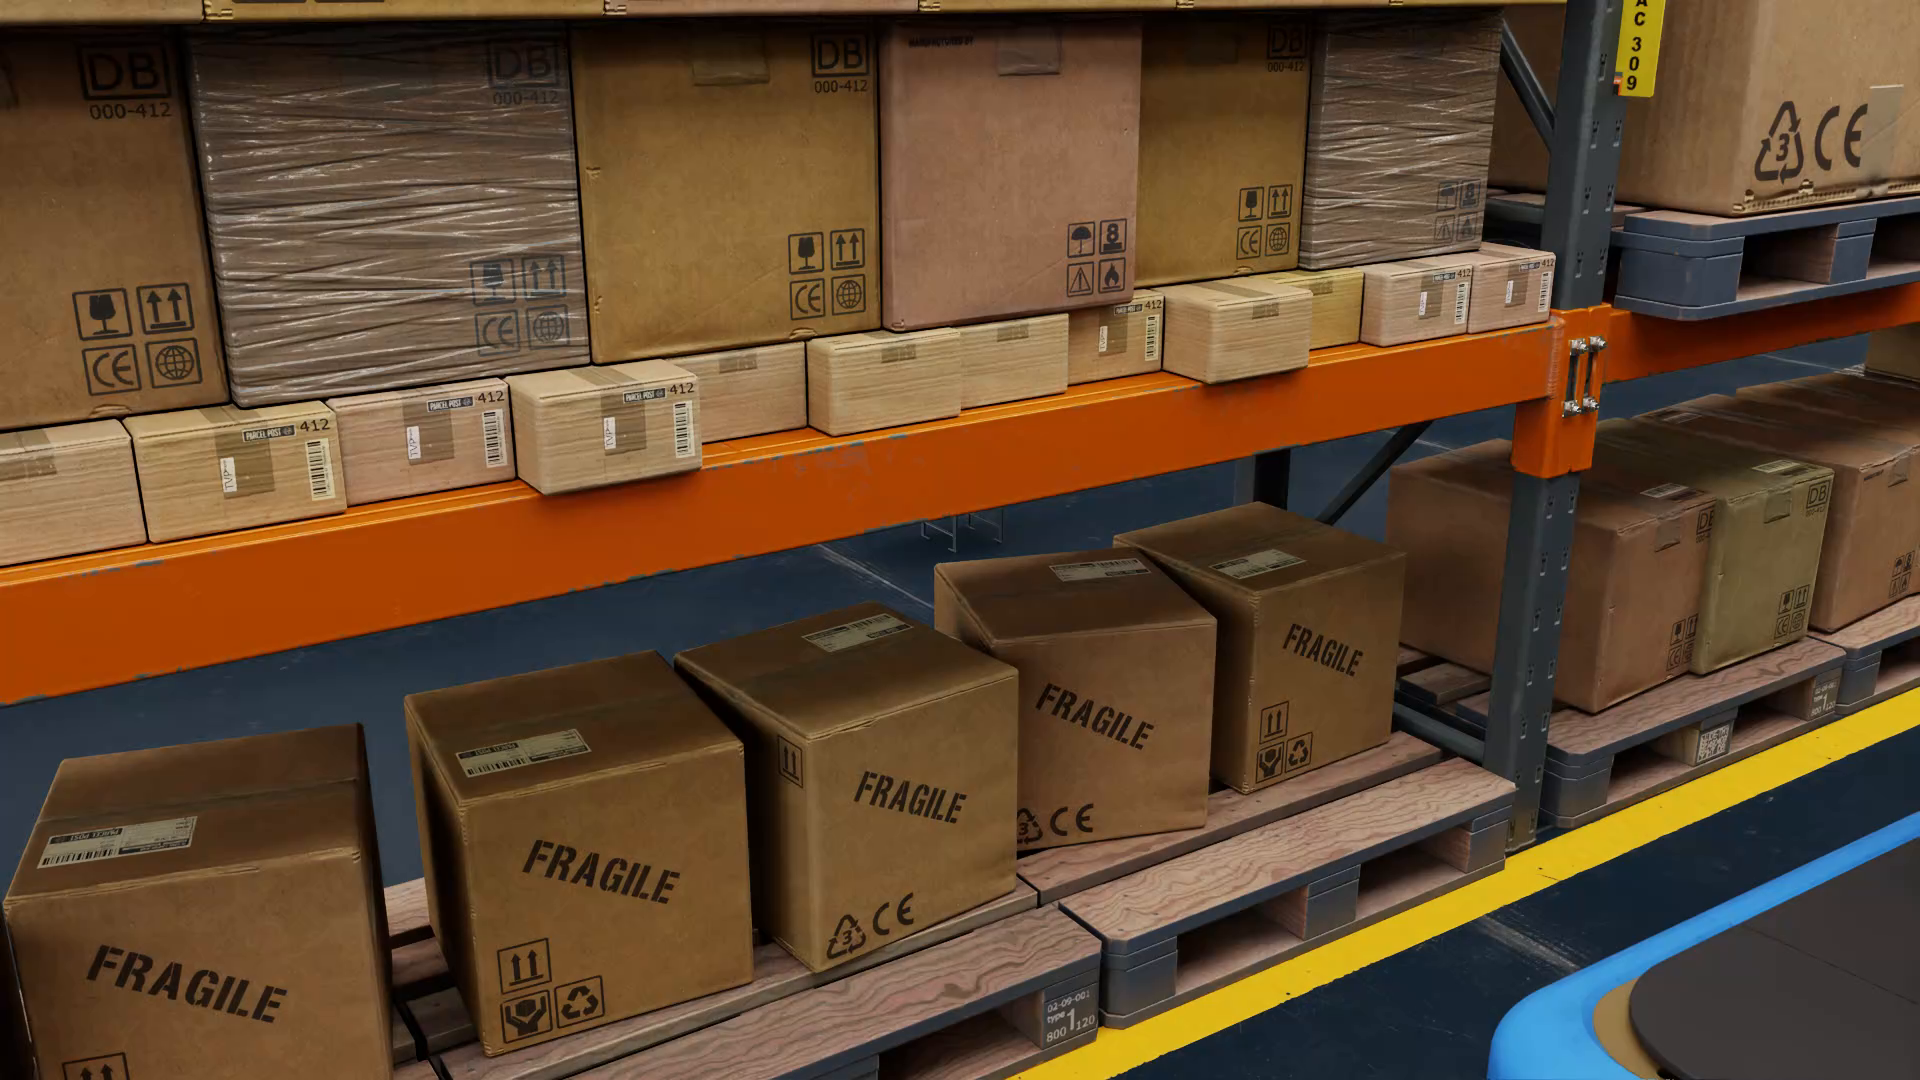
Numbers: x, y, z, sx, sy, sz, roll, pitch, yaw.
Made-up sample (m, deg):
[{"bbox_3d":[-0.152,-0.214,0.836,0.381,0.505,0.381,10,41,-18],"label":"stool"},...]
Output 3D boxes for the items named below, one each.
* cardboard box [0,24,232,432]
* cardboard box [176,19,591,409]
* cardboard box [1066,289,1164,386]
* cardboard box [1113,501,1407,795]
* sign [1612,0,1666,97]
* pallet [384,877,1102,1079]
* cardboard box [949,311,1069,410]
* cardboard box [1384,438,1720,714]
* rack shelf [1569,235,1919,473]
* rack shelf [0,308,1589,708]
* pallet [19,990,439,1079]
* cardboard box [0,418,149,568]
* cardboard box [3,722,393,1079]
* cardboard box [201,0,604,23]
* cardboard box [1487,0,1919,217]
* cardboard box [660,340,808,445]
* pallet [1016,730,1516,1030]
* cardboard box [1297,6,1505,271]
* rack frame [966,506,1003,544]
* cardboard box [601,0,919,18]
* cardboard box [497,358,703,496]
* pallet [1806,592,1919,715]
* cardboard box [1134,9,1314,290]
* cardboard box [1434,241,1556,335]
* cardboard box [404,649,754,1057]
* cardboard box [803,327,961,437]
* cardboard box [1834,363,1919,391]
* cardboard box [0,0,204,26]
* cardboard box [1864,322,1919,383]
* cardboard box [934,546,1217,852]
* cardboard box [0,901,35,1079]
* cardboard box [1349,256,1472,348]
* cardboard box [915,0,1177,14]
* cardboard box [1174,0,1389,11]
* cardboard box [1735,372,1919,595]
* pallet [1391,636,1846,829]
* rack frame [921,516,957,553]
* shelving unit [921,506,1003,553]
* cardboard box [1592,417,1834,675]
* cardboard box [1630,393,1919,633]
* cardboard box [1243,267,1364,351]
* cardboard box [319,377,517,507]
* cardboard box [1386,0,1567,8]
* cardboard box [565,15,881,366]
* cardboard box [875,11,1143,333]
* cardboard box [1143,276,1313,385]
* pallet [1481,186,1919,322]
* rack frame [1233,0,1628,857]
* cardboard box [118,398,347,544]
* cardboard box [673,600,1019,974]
[{"bbox_3d":[-1.440,-0.495,2.404,0.500,0.500,0.875,-12,22,-31],"label":"cardboard box"},{"bbox_3d":[-0.999,-0.571,2.630,0.500,0.500,0.875,-12,22,-31],"label":"cardboard box"},{"bbox_3d":[0.172,-0.414,3.177,0.250,0.149,0.380,-12,22,-31],"label":"cardboard box"},{"bbox_3d":[0.719,0.244,4.087,0.500,0.500,0.500,-13,22,-33],"label":"cardboard box"},{"bbox_3d":[1.380,-1.067,3.367,0.005,0.325,0.100,-12,22,-31],"label":"sign"},{"bbox_3d":[-0.487,0.864,3.360,1.213,0.211,1.003,-12,22,-31],"label":"pallet"},{"bbox_3d":[-0.014,-0.359,3.015,0.250,0.149,0.380,-12,22,-31],"label":"cardboard box"},{"bbox_3d":[1.599,0.072,4.564,0.500,0.500,0.700,-14,23,-36],"label":"cardboard box"},{"bbox_3d":[2.745,-0.813,5.088,4.000,0.370,1.077,-12,22,-31],"label":"rack shelf"},{"bbox_3d":[-0.596,-0.108,3.004,4.000,0.370,1.077,-12,22,-31],"label":"rack shelf"},{"bbox_3d":[-1.505,1.077,2.728,1.213,0.211,1.003,-12,22,-31],"label":"pallet"},{"bbox_3d":[-1.263,-0.093,2.227,0.250,0.149,0.380,-12,22,-31],"label":"cardboard box"},{"bbox_3d":[-1.255,0.669,2.831,0.500,0.500,0.500,-6,20,-17],"label":"cardboard box"},{"bbox_3d":[-0.818,-0.957,2.211,0.500,0.500,0.500,-12,22,-31],"label":"cardboard box"},{"bbox_3d":[1.815,-1.387,4.071,1.000,1.000,1.000,-12,22,-31],"label":"cardboard box"},{"bbox_3d":[-0.455,-0.282,2.787,0.250,0.149,0.380,-12,22,-31],"label":"cardboard box"},{"bbox_3d":[0.533,0.648,4.000,1.213,0.211,1.003,-12,22,-31],"label":"pallet"},{"bbox_3d":[0.665,-0.927,3.682,0.500,0.500,0.875,-12,22,-31],"label":"cardboard box"},{"bbox_3d":[0.092,-0.446,6.158,0.006,0.900,0.240,-12,22,-31],"label":"rack frame"},{"bbox_3d":[-0.404,-1.047,2.476,0.500,0.500,0.500,-12,22,-31],"label":"cardboard box"},{"bbox_3d":[-0.591,-0.202,2.552,0.250,0.149,0.380,-12,22,-31],"label":"cardboard box"},{"bbox_3d":[2.744,0.166,5.424,1.213,0.211,1.003,-12,22,-31],"label":"pallet"},{"bbox_3d":[0.228,-0.848,3.449,0.500,0.500,0.875,-12,22,-31],"label":"cardboard box"},{"bbox_3d":[1.057,-0.566,3.627,0.250,0.149,0.380,-12,22,-31],"label":"cardboard box"},{"bbox_3d":[-0.722,0.563,3.142,0.500,0.500,0.500,-10,21,-26],"label":"cardboard box"},{"bbox_3d":[-0.204,-0.305,2.857,0.250,0.149,0.380,-12,22,-31],"label":"cardboard box"},{"bbox_3d":[3.411,-0.305,5.681,0.500,0.500,0.700,-14,23,-36],"label":"cardboard box"},{"bbox_3d":[-1.235,-0.869,1.949,0.500,0.500,0.500,-12,22,-31],"label":"cardboard box"},{"bbox_3d":[3.435,-0.663,5.568,0.500,0.250,0.500,-9,21,-25],"label":"cardboard box"},{"bbox_3d":[0.244,0.347,3.783,0.500,0.500,0.500,-5,19,-14],"label":"cardboard box"},{"bbox_3d":[-1.735,0.783,2.492,0.500,0.500,0.500,-8,20,-21],"label":"cardboard box"},{"bbox_3d":[0.843,-0.524,3.504,0.250,0.149,0.380,-12,22,-31],"label":"cardboard box"},{"bbox_3d":[0.015,-1.134,2.734,0.500,0.500,0.500,-12,22,-31],"label":"cardboard box"},{"bbox_3d":[0.433,-1.222,2.993,0.500,0.500,0.500,-12,22,-31],"label":"cardboard box"},{"bbox_3d":[2.941,-0.204,5.380,0.500,0.500,0.700,-10,21,-27],"label":"cardboard box"},{"bbox_3d":[1.724,0.382,4.784,1.213,0.211,1.003,-12,22,-31],"label":"pallet"},{"bbox_3d":[-0.078,-0.410,6.052,0.006,0.900,0.240,-12,22,-31],"label":"rack frame"},{"bbox_3d":[0.007,-0.428,6.105,0.210,0.900,0.258,-12,22,-31],"label":"shelving unit"},{"bbox_3d":[2.008,-0.007,4.797,0.500,0.500,0.700,-12,22,-32],"label":"cardboard box"},{"bbox_3d":[2.475,-0.105,5.089,0.500,0.500,0.700,-14,23,-36],"label":"cardboard box"},{"bbox_3d":[0.601,-0.496,3.421,0.250,0.149,0.380,-12,22,-31],"label":"cardboard box"},{"bbox_3d":[-0.857,-0.186,2.504,0.250,0.149,0.380,-12,22,-31],"label":"cardboard box"},{"bbox_3d":[0.850,-1.310,3.255,0.500,0.500,0.500,-12,22,-31],"label":"cardboard box"},{"bbox_3d":[-0.575,-0.656,2.881,0.500,0.500,0.875,-12,22,-31],"label":"cardboard box"},{"bbox_3d":[-0.134,-0.733,3.109,0.500,0.500,0.875,-12,22,-31],"label":"cardboard box"},{"bbox_3d":[0.454,-0.422,3.203,0.250,0.149,0.380,-12,22,-31],"label":"cardboard box"},{"bbox_3d":[1.793,-0.806,4.245,1.213,0.211,1.003,-12,22,-31],"label":"pallet"},{"bbox_3d":[1.075,-0.801,3.931,0.127,3.000,1.000,-12,22,-31],"label":"rack frame"},{"bbox_3d":[-1.050,-0.135,2.352,0.250,0.149,0.380,-12,22,-31],"label":"cardboard box"},{"bbox_3d":[-0.231,0.477,3.397,0.500,0.500,0.500,-14,23,-36],"label":"cardboard box"}]
